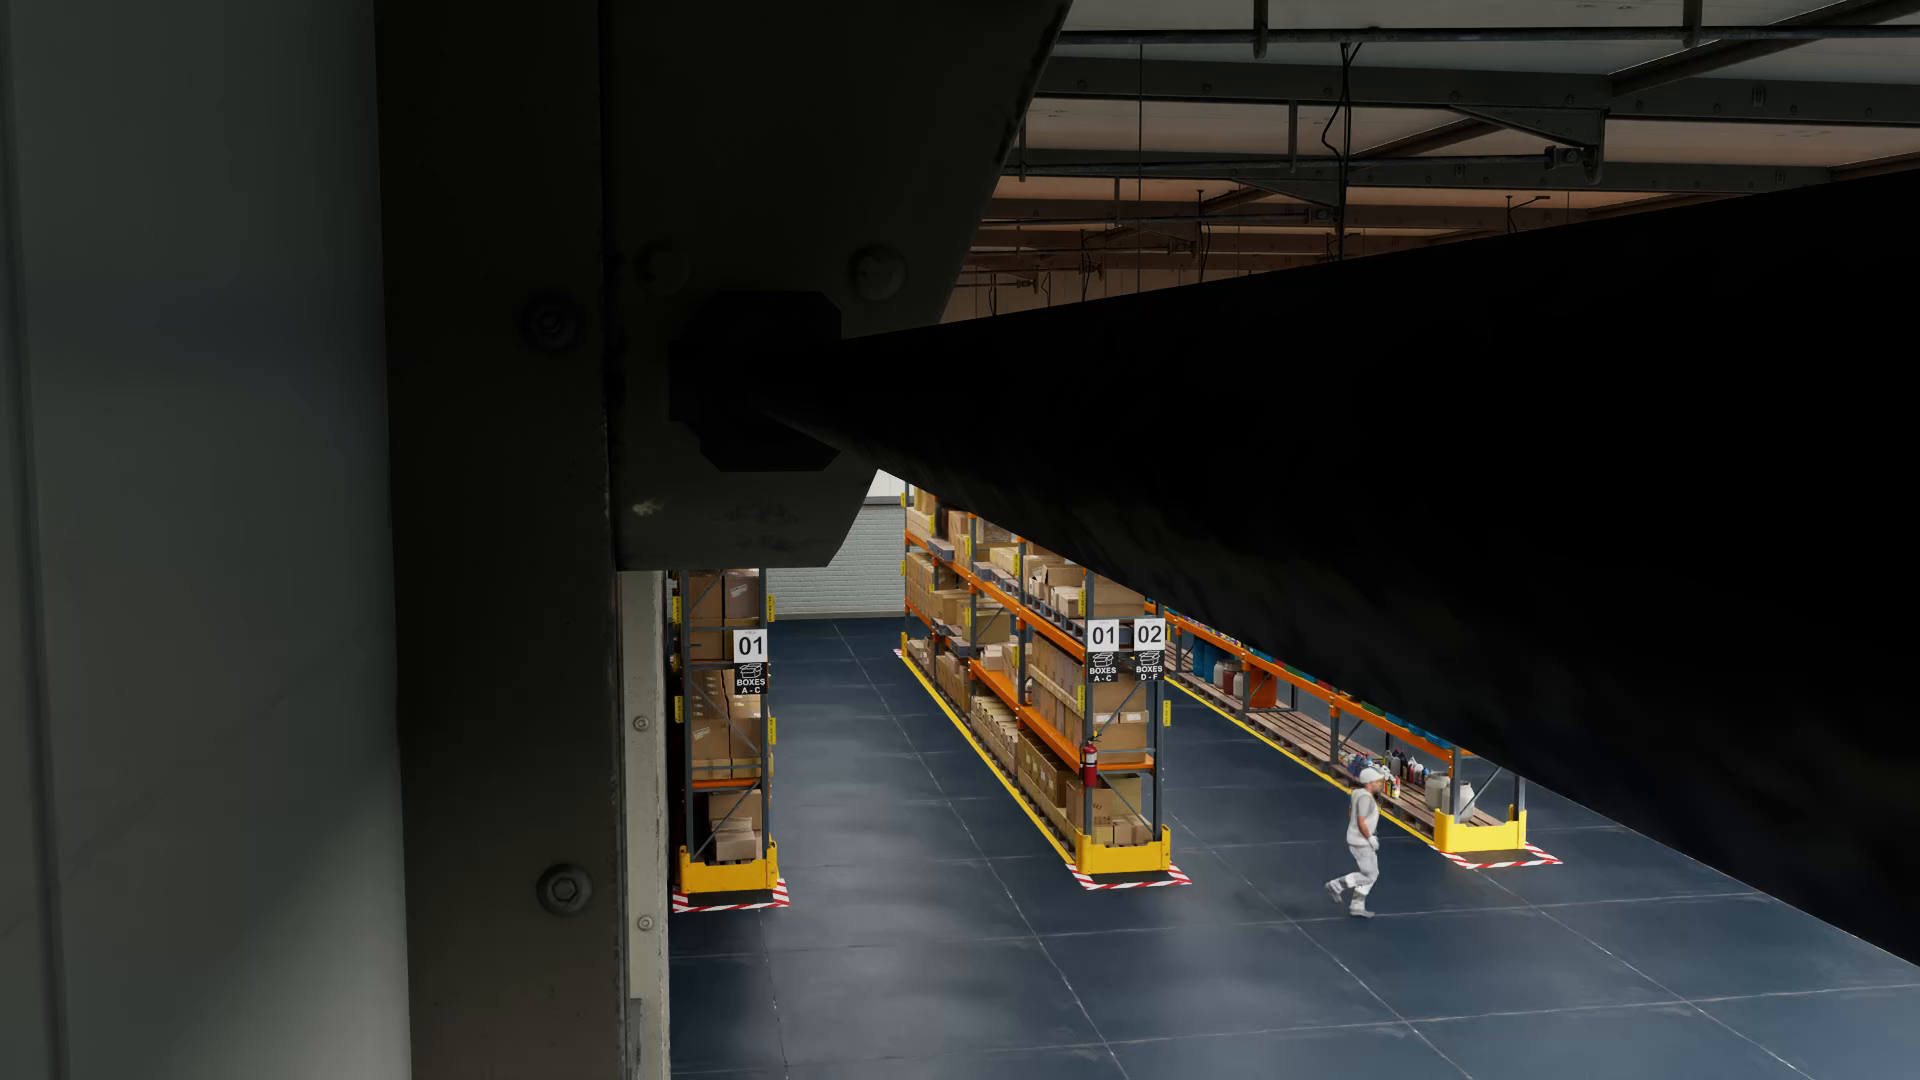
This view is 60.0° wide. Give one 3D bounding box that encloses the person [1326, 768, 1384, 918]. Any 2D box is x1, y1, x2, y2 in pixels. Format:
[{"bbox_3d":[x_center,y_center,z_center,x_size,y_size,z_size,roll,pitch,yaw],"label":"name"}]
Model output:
[{"bbox_3d":[4.561,3.487,19.230,0.630,1.736,0.649,2,6,14],"label":"person"}]
